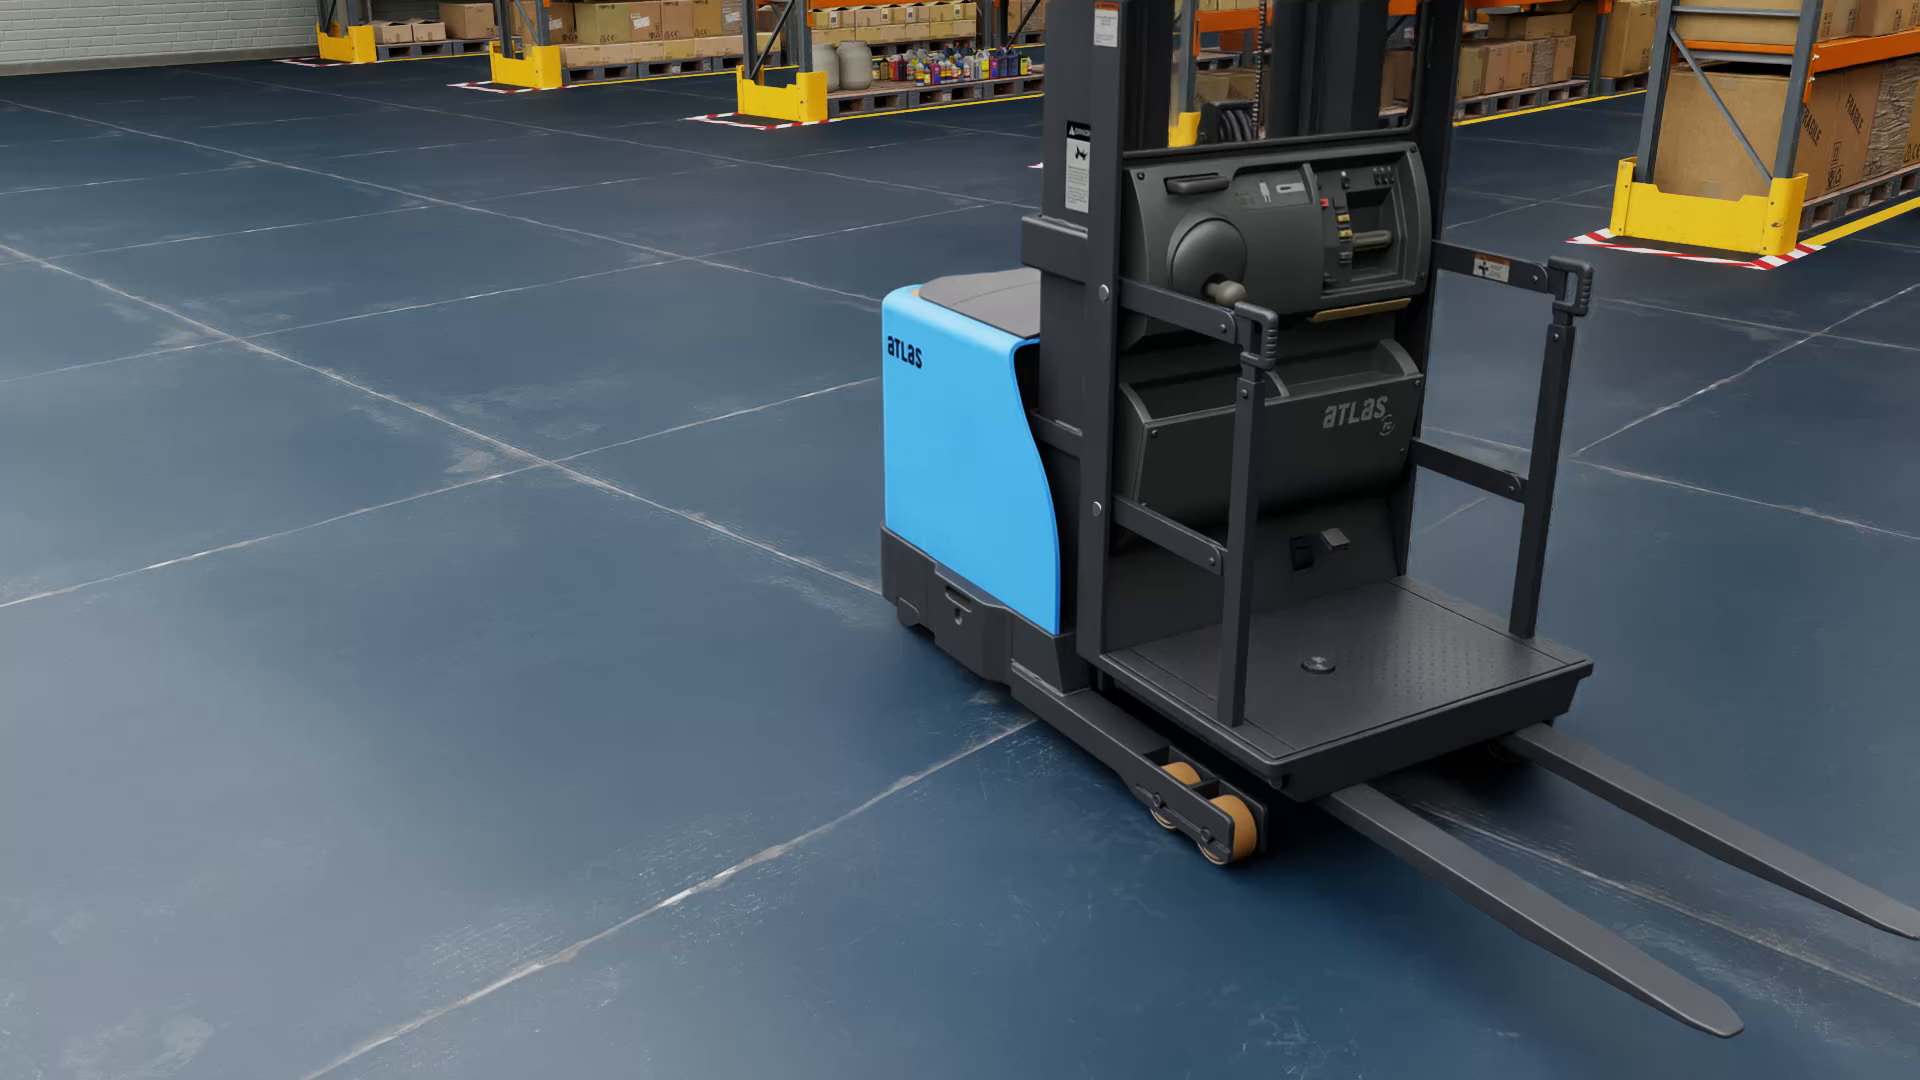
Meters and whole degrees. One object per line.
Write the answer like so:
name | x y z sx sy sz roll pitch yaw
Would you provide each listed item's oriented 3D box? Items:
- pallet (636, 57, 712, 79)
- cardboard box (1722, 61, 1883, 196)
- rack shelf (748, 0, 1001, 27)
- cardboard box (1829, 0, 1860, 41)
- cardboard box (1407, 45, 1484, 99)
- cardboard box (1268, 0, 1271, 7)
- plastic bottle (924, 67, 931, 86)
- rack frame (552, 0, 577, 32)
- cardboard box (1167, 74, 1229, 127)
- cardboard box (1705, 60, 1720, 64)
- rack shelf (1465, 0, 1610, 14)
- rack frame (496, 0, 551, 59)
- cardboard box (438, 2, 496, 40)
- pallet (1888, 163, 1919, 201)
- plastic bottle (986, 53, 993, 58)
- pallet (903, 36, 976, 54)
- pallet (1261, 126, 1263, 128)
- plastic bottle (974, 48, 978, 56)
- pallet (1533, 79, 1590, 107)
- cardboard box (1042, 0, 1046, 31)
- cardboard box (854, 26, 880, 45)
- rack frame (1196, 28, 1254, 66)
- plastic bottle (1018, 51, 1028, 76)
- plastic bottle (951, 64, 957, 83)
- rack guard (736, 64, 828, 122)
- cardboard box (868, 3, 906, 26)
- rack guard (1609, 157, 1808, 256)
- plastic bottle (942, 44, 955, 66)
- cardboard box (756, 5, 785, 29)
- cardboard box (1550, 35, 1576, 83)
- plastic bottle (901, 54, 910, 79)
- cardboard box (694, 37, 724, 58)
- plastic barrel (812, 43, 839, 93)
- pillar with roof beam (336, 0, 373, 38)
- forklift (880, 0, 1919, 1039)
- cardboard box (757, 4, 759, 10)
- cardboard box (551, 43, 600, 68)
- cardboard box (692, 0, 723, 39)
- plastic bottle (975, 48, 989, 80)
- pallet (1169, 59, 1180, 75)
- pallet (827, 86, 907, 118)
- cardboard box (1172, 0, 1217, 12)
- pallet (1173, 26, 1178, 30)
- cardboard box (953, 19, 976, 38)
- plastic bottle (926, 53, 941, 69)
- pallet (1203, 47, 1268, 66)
pallet | -4.136 -6.420 22.483 1.003 0.211 1.213 19 28 41
cardboard box | 6.126 -3.076 12.274 0.875 0.875 0.875 19 28 40
rack shelf | -0.549 -6.140 18.871 1.077 0.370 4.000 19 28 41
cardboard box | 5.683 -3.778 11.514 0.875 0.550 0.550 19 28 41
cardboard box | 5.185 -5.059 17.927 0.700 0.500 0.500 19 28 40
cardboard box | 2.687 -4.870 14.915 0.380 0.149 0.250 19 28 41
plastic bottle | -0.383 -5.275 18.906 0.097 0.201 0.097 0 21 0
rack frame | -6.252 -9.469 26.530 1.000 3.000 0.127 19 28 41
cardboard box | 2.053 -3.907 14.959 0.500 0.500 0.500 -14 25 -32
cardboard box | 9.544 -6.841 22.069 1.225 0.875 0.875 19 28 41
rack shelf | 5.791 -5.928 18.320 1.077 0.370 4.000 19 28 41
rack frame | -5.490 -7.202 20.632 1.000 3.000 0.127 19 28 41
cardboard box | -7.550 -7.958 25.468 0.700 0.500 0.500 17 27 37
pallet | 7.292 -3.005 13.599 1.003 0.211 1.213 19 28 41
plastic bottle | 0.346 -5.667 19.822 0.152 0.276 0.135 19 28 41
pallet | -0.512 -7.755 25.957 1.003 0.211 1.213 19 28 41
pallet | 3.101 -3.952 16.062 1.003 0.211 1.213 19 28 41
plastic bottle | 0.181 -5.839 20.257 0.061 0.283 0.133 19 28 41
pallet | 6.640 -5.276 19.508 1.003 0.211 1.213 19 28 41
cardboard box | 1.328 -8.606 27.156 0.500 0.500 0.500 19 28 40
cardboard box | -1.524 -7.450 24.523 0.500 0.250 0.500 18 28 39
rack frame | 3.637 -8.018 22.754 1.000 3.000 0.127 19 28 41
plastic bottle | 0.747 -5.721 19.951 0.133 0.283 0.061 -18 28 -39
plastic bottle | -0.078 -5.388 19.199 0.097 0.201 0.097 0 21 0
rack guard | -1.924 -4.826 17.934 1.175 0.500 0.348 19 28 41
cardboard box | -1.161 -7.844 24.768 0.500 0.311 0.500 -19 28 -41
rack guard | 5.071 -2.282 11.314 1.175 0.500 0.348 19 28 41
plastic bottle | -0.145 -5.806 20.080 0.144 0.351 0.185 18 27 38
cardboard box | -2.623 -7.581 24.082 0.500 0.311 0.500 19 28 41
cardboard box | 6.733 -5.640 19.437 0.700 0.500 0.500 17 27 38
plastic bottle | -0.684 -5.571 19.571 0.152 0.276 0.135 18 28 39
cardboard box | -3.561 -6.711 22.601 0.500 0.250 0.500 19 28 41
plastic barrel | -1.539 -5.185 18.265 0.421 0.512 0.421 0 21 0
pillar with roof beam | -6.089 -10.560 21.007 9.100 9.000 0.400 19 28 41
forklift | 0.929 -0.771 3.995 1.130 2.935 3.031 -12 24 -28
cardboard box | -3.926 -9.338 29.059 0.500 0.500 0.700 -20 29 -41
cardboard box | -4.957 -6.197 21.264 0.500 0.250 0.500 19 28 41
cardboard box | -3.570 -7.064 22.474 0.500 0.500 0.500 19 28 41
plastic bottle | 0.245 -5.589 19.513 0.144 0.351 0.185 19 28 40
pallet | 2.218 -6.215 21.950 1.003 0.211 1.213 19 28 41
pallet | -1.354 -4.899 18.525 1.003 0.211 1.213 19 28 41
cardboard box | 1.975 -4.618 14.259 0.380 0.149 0.250 19 28 41
pallet | 4.212 -9.477 30.436 1.003 0.211 1.213 19 28 41
cardboard box | -0.102 -7.975 25.889 0.500 0.250 0.500 -19 28 -41
plastic bottle | -0.318 -5.632 19.729 0.152 0.276 0.135 19 28 41
pallet | 4.157 -6.929 23.809 1.003 0.211 1.213 19 28 41
